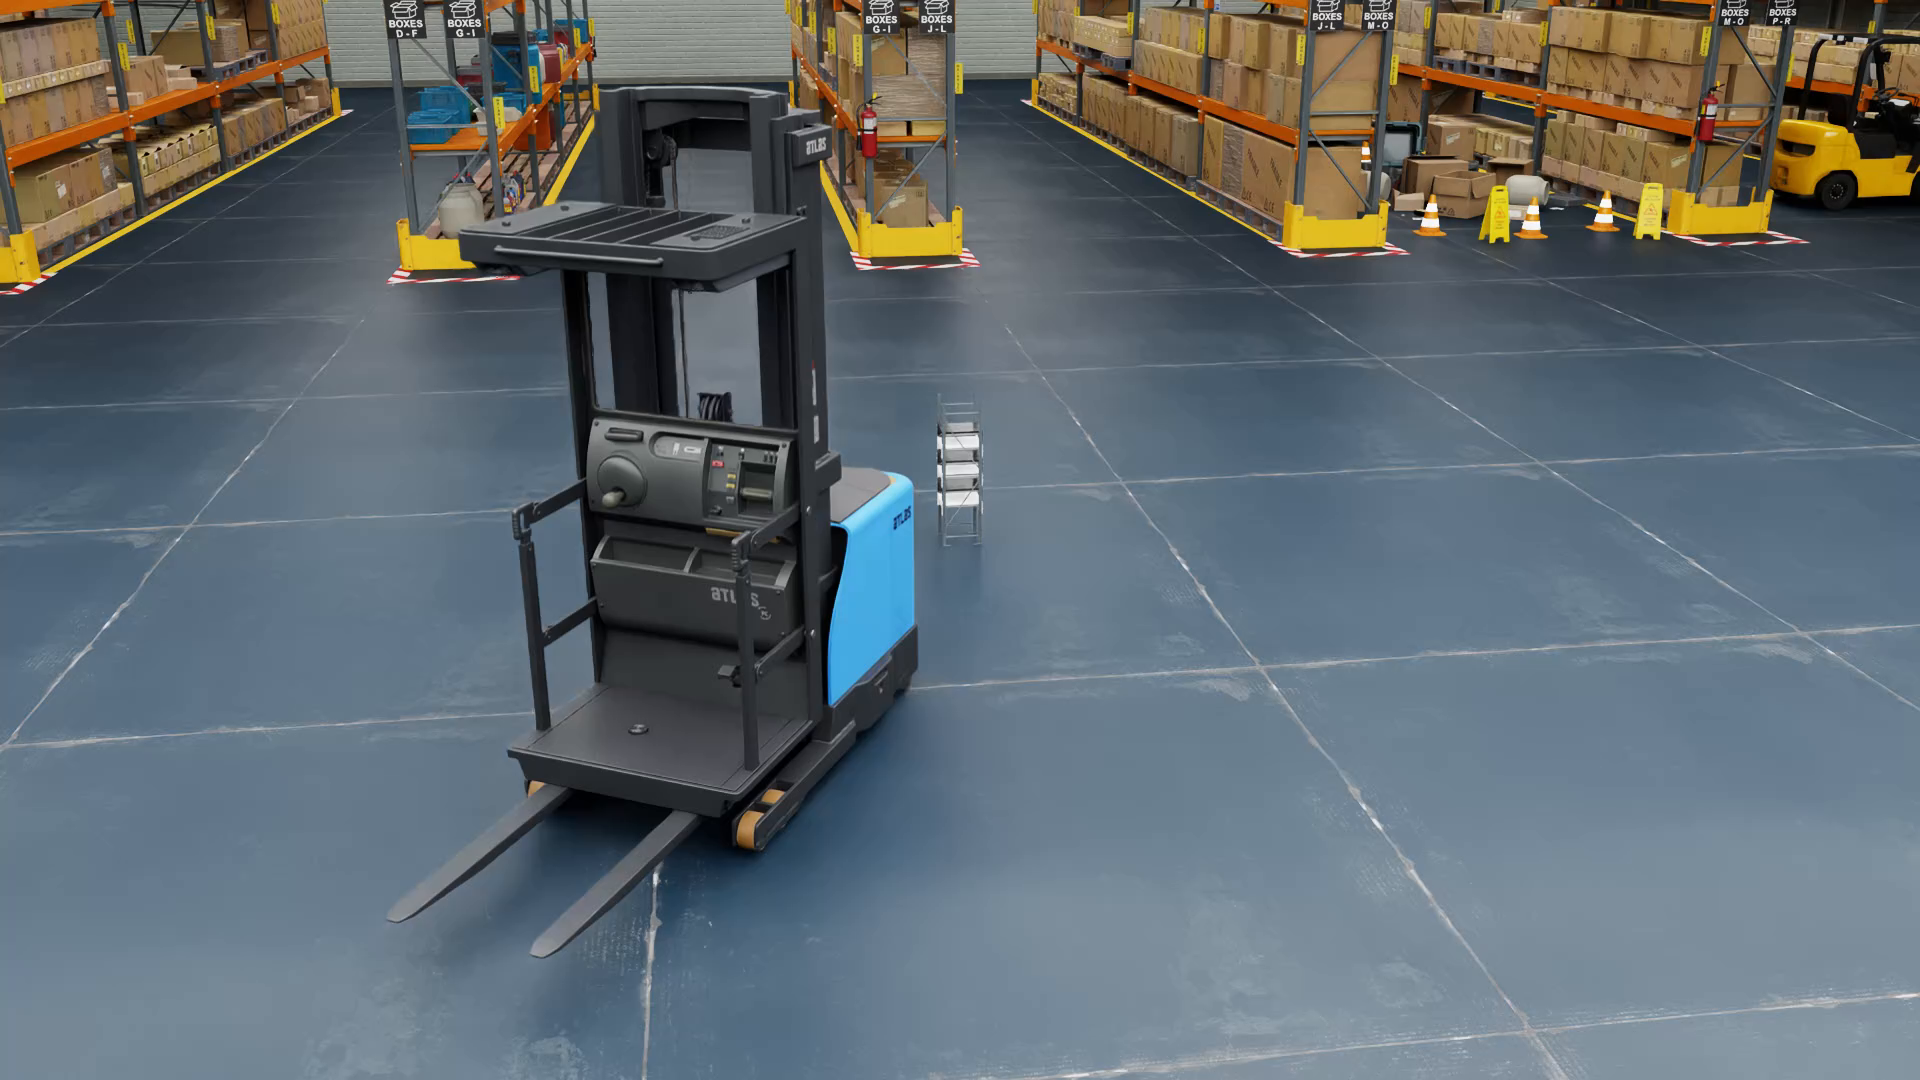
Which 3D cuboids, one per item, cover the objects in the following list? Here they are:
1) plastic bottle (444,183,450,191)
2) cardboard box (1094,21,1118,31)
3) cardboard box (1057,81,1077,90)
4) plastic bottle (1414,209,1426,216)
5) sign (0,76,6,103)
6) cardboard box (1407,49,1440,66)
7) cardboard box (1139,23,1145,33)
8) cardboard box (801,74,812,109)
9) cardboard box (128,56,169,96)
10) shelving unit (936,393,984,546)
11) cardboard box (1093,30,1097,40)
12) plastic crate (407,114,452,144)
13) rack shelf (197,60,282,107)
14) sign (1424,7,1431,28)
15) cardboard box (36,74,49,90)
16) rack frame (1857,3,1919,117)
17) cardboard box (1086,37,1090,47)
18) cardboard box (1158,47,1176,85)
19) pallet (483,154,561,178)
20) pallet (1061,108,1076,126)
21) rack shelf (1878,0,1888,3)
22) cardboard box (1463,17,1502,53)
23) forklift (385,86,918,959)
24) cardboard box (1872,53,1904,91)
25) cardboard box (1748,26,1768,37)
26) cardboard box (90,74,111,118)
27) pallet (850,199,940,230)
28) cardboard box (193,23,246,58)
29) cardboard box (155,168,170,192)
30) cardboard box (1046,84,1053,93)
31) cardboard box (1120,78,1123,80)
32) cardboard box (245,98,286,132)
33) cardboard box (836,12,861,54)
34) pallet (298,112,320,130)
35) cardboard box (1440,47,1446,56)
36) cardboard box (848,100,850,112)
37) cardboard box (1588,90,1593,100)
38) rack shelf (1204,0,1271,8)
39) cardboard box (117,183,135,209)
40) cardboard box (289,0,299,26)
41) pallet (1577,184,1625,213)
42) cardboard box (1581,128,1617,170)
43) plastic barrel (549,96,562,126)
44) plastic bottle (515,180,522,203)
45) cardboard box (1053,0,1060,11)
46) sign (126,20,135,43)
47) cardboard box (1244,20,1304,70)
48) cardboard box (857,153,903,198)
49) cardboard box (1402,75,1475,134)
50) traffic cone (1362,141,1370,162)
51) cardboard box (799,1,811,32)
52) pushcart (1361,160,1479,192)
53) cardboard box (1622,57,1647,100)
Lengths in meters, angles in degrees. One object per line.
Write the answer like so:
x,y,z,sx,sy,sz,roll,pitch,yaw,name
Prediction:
-6.214,-4.171,20.254,0.144,0.351,0.185,-2,21,-6,plastic bottle
2.467,-8.675,28.066,0.380,0.149,0.250,-2,21,-6,cardboard box
2.066,-8.716,31.889,0.380,0.149,0.250,-4,21,-10,cardboard box
5.943,-4.216,21.416,0.133,0.061,0.283,-11,23,-26,plastic bottle
-9.810,-4.618,16.944,0.100,0.325,0.005,-3,21,-8,sign
7.766,-8.010,27.588,0.500,0.250,0.500,-4,21,-10,cardboard box
3.187,-8.524,27.660,0.380,0.149,0.250,-2,21,-5,cardboard box
-2.045,-7.474,28.378,1.225,0.875,0.875,-4,21,-10,cardboard box
-11.256,-6.386,22.885,0.500,0.500,0.500,-4,21,-11,cardboard box
-0.001,-0.424,10.066,0.258,0.900,0.210,-3,21,-8,shelving unit
2.465,-8.536,28.116,0.380,0.149,0.250,-3,21,-9,cardboard box
-5.827,-4.487,18.155,0.499,0.251,0.616,-3,21,-8,plastic crate
-11.802,-7.275,26.436,1.077,0.370,4.000,-3,21,-8,rack shelf
7.547,-8.431,26.848,0.100,0.325,0.005,-3,21,-8,sign
-10.392,-5.093,18.495,0.380,0.149,0.250,-3,21,-8,cardboard box
13.584,-6.785,24.094,1.000,3.000,0.127,-3,21,-8,rack frame
2.388,-8.580,28.660,0.380,0.149,0.250,-4,21,-10,cardboard box
3.228,-6.988,24.496,0.500,0.500,0.500,-3,21,-8,cardboard box
-6.538,-5.592,24.886,1.003,0.211,1.213,-3,21,-8,pallet
2.504,-7.943,31.180,1.003,0.211,1.213,-3,21,-8,pallet
13.872,-7.160,21.841,1.077,0.370,4.000,-3,21,-8,rack shelf
8.097,-7.770,25.564,0.500,0.500,0.500,-3,21,-7,cardboard box
-1.208,-0.262,6.729,1.130,2.935,3.031,8,22,19,forklift
13.390,-6.665,23.630,0.500,0.500,0.500,-3,21,-9,cardboard box
12.864,-8.215,26.854,0.380,0.149,0.250,-2,21,-6,cardboard box
-10.867,-5.428,20.320,0.700,0.500,0.500,-3,21,-9,cardboard box
-0.823,-4.073,20.819,1.003,0.211,1.213,-3,21,-8,pallet
-11.775,-7.940,26.444,0.700,0.500,0.500,-8,22,-21,cardboard box
-10.822,-4.773,22.037,0.500,0.250,0.500,-2,21,-6,cardboard box
1.917,-8.937,32.906,0.380,0.149,0.250,-2,21,-6,cardboard box
3.054,-7.971,29.172,0.500,0.250,0.500,-2,21,-5,cardboard box
-11.736,-7.183,28.106,0.500,0.500,0.500,-3,21,-8,cardboard box
-1.320,-6.519,21.386,0.500,0.500,0.500,-3,21,-8,cardboard box
-12.367,-7.659,30.422,1.003,0.211,1.213,-3,21,-8,pallet
7.959,-7.875,26.773,0.380,0.149,0.250,-4,21,-11,cardboard box
-1.196,-5.394,20.731,0.380,0.149,0.250,-3,21,-8,cardboard box
8.628,-5.937,22.183,0.380,0.149,0.250,-3,21,-8,cardboard box
3.501,-8.009,24.113,1.077,0.370,4.000,-3,21,-8,rack shelf
-10.654,-4.294,20.755,0.500,0.250,0.500,-3,21,-8,cardboard box
-12.028,-9.354,29.401,0.500,0.500,0.500,-4,21,-9,cardboard box
8.984,-4.573,22.157,1.003,0.211,1.213,-3,21,-8,pallet
8.653,-5.211,22.138,0.500,0.500,0.500,-2,21,-5,cardboard box
-7.024,-7.333,27.960,0.600,0.901,0.708,-3,21,-8,plastic barrel
-5.564,-4.388,20.930,0.061,0.283,0.133,-2,21,-4,plastic bottle
2.070,-10.357,31.662,0.500,0.500,0.500,-4,21,-9,cardboard box
-12.049,-7.394,24.185,0.100,0.325,0.005,-3,21,-8,sign
4.029,-6.133,20.593,0.875,0.550,0.500,-3,21,-8,cardboard box
-1.026,-4.720,21.540,0.500,0.500,0.500,4,21,9,cardboard box
8.079,-7.363,28.078,0.875,0.875,0.875,-3,21,-8,cardboard box
6.077,-5.753,24.959,0.336,0.463,0.334,-3,21,-8,traffic cone
-2.618,-9.369,29.731,0.500,0.500,0.500,-2,21,-6,cardboard box
6.424,-5.172,23.525,1.648,0.377,0.936,-11,23,-26,pushcart
8.762,-5.855,21.038,0.500,0.500,0.500,-3,21,-8,cardboard box
